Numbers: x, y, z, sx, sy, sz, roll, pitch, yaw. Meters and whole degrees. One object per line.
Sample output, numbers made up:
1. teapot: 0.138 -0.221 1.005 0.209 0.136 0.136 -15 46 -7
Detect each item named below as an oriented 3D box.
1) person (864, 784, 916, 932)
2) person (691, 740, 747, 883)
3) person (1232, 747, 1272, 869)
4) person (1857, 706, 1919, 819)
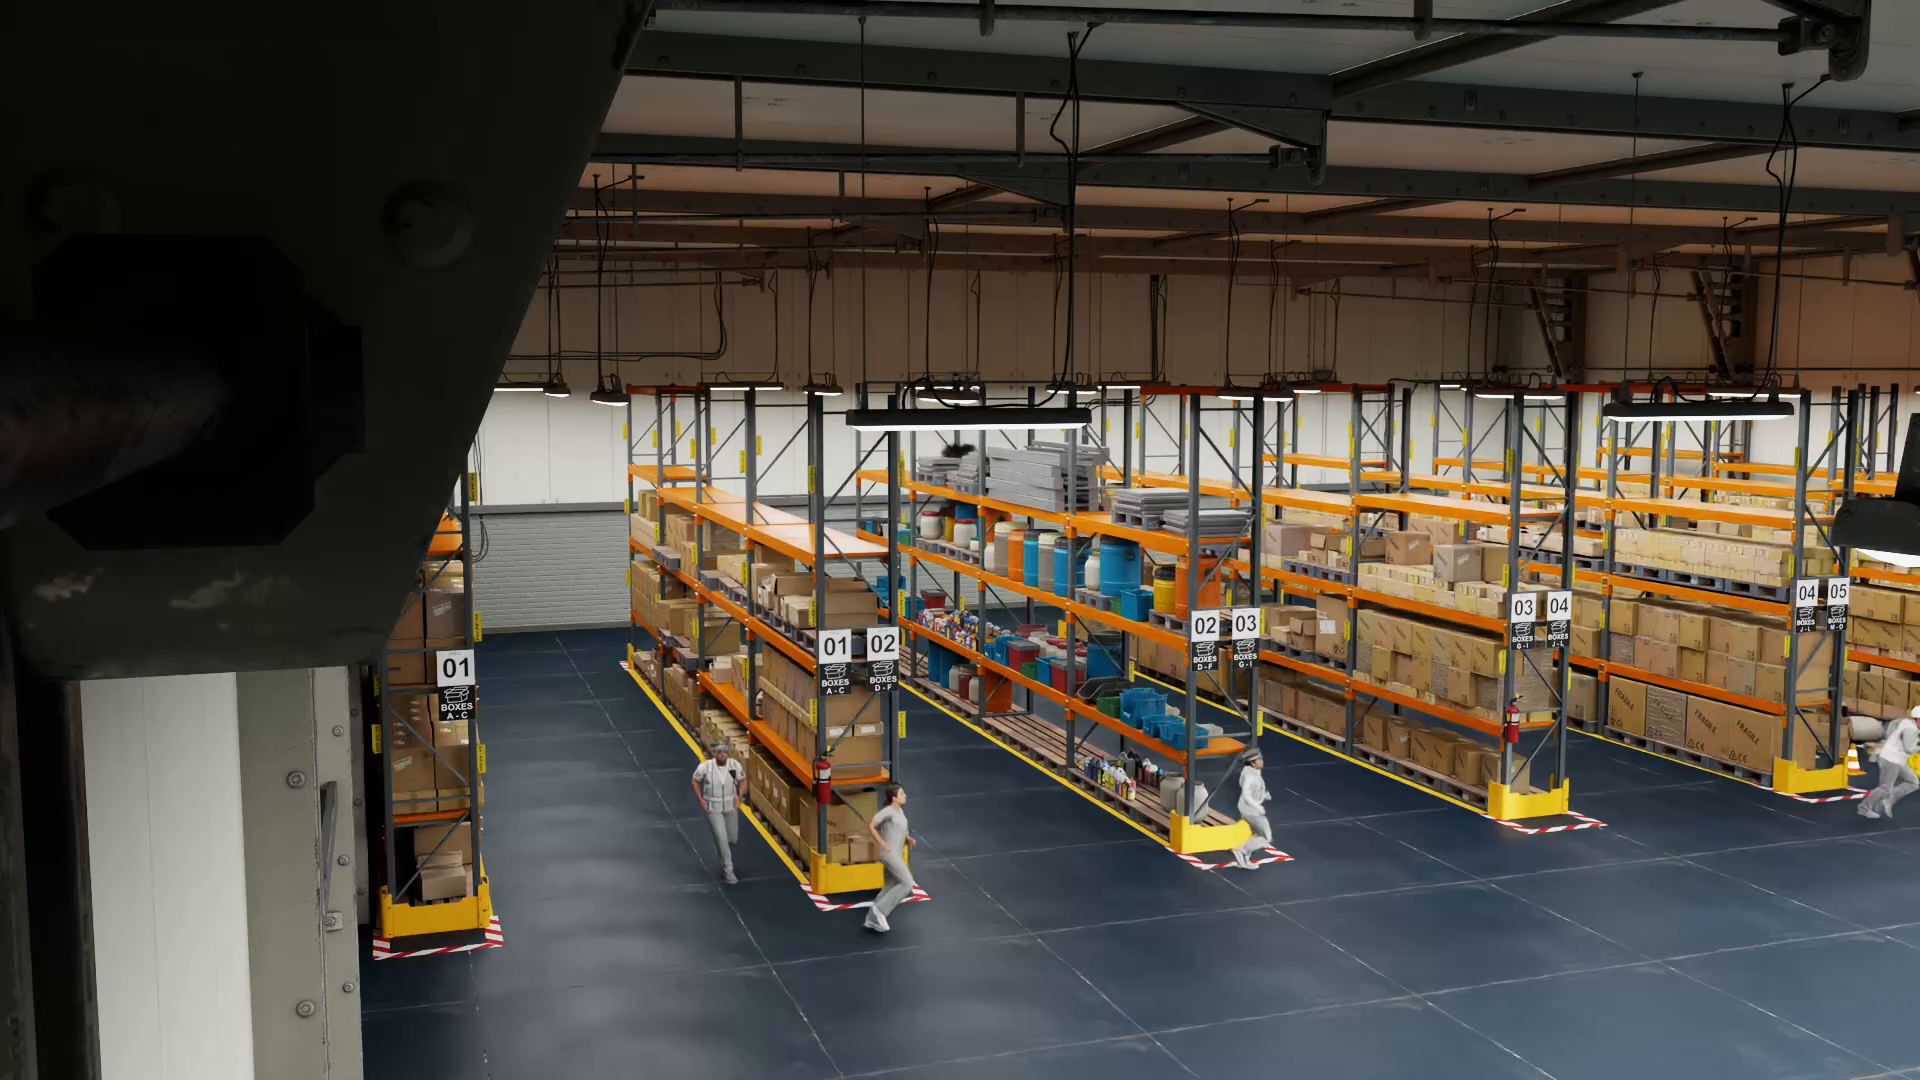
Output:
1. person: -0.767 3.576 18.840 0.567 1.623 0.595 1 6 13
2. person: -2.992 3.331 20.781 0.688 1.771 0.850 -2 6 -21
3. person: 3.678 3.385 20.848 0.522 1.625 0.622 0 6 -3
4. person: 13.135 3.101 23.280 0.935 1.643 0.685 3 7 30
